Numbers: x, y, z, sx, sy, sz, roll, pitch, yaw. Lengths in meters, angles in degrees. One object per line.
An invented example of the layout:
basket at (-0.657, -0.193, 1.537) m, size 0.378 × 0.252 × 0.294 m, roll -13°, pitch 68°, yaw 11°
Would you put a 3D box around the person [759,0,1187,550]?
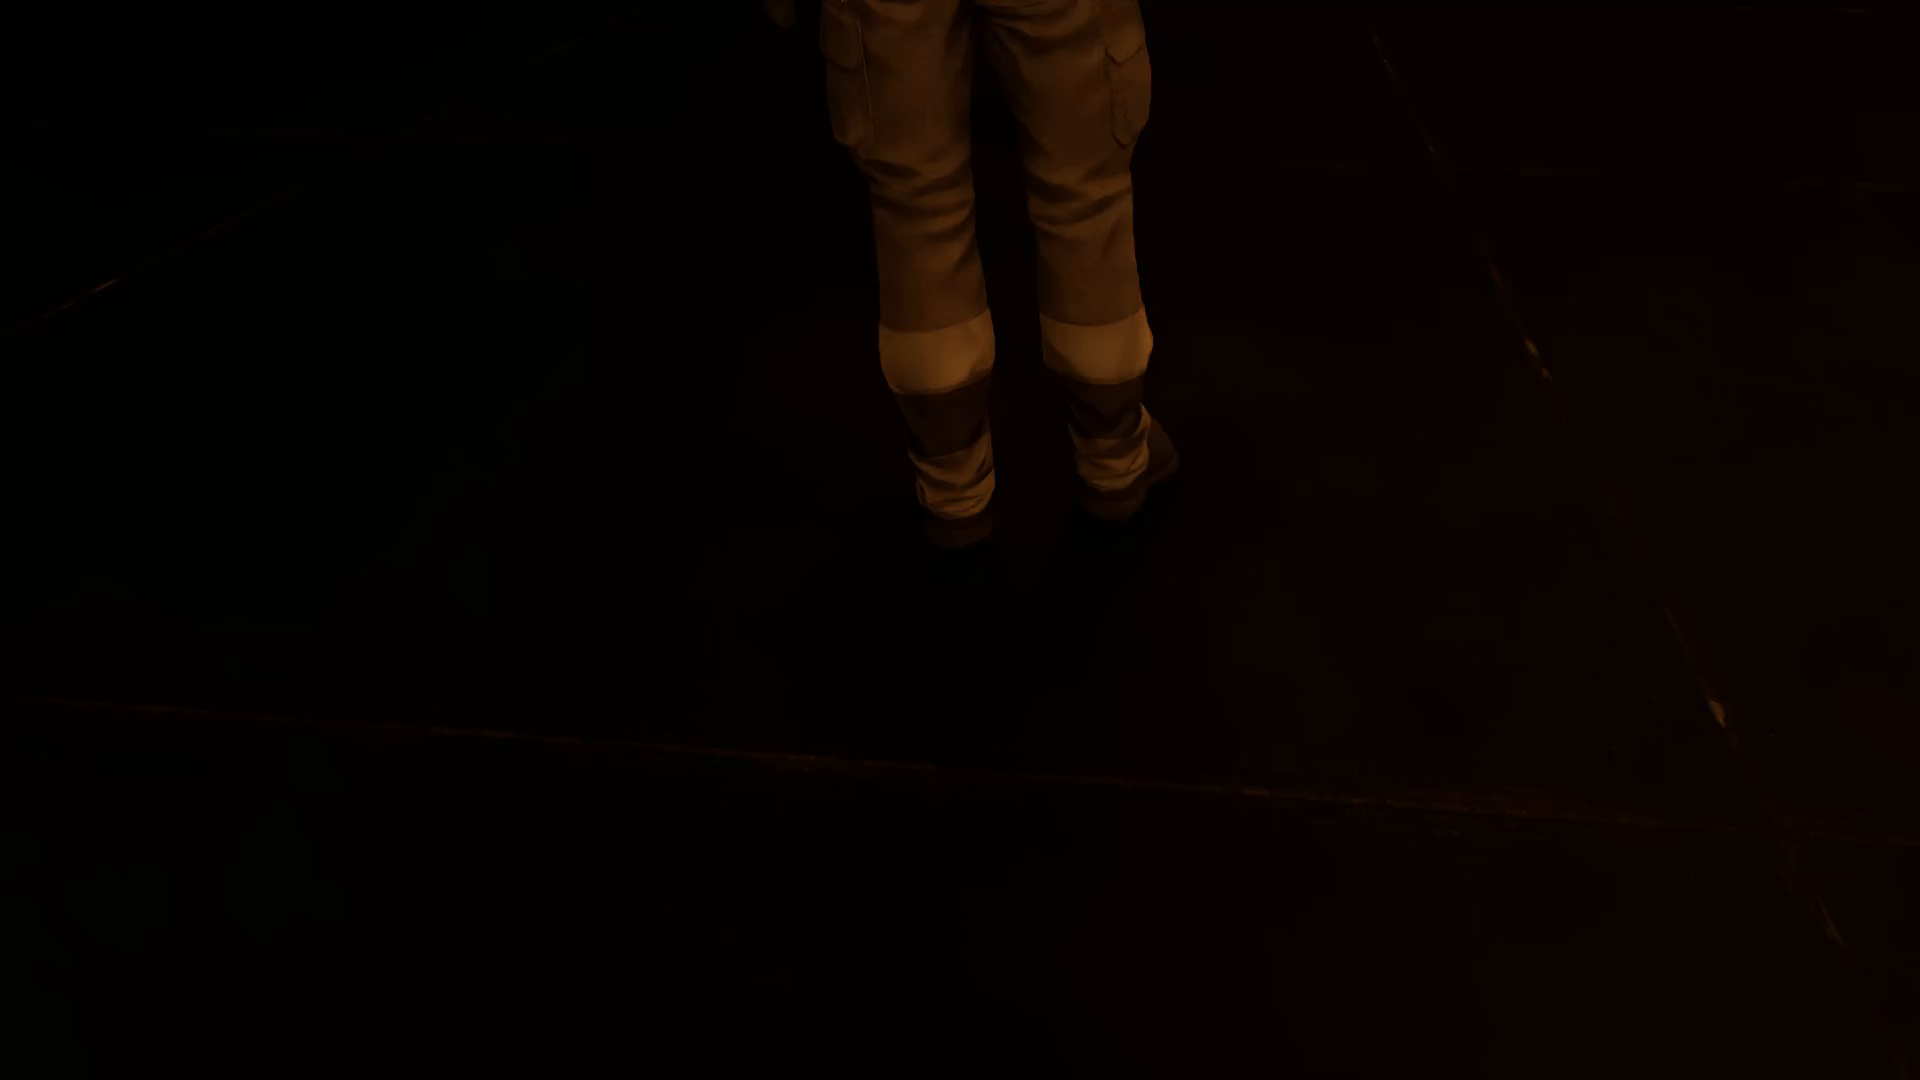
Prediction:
person at (0.021, -0.842, 2.167) m, size 0.637 × 1.787 × 0.563 m, roll 3°, pitch 27°, yaw 7°
